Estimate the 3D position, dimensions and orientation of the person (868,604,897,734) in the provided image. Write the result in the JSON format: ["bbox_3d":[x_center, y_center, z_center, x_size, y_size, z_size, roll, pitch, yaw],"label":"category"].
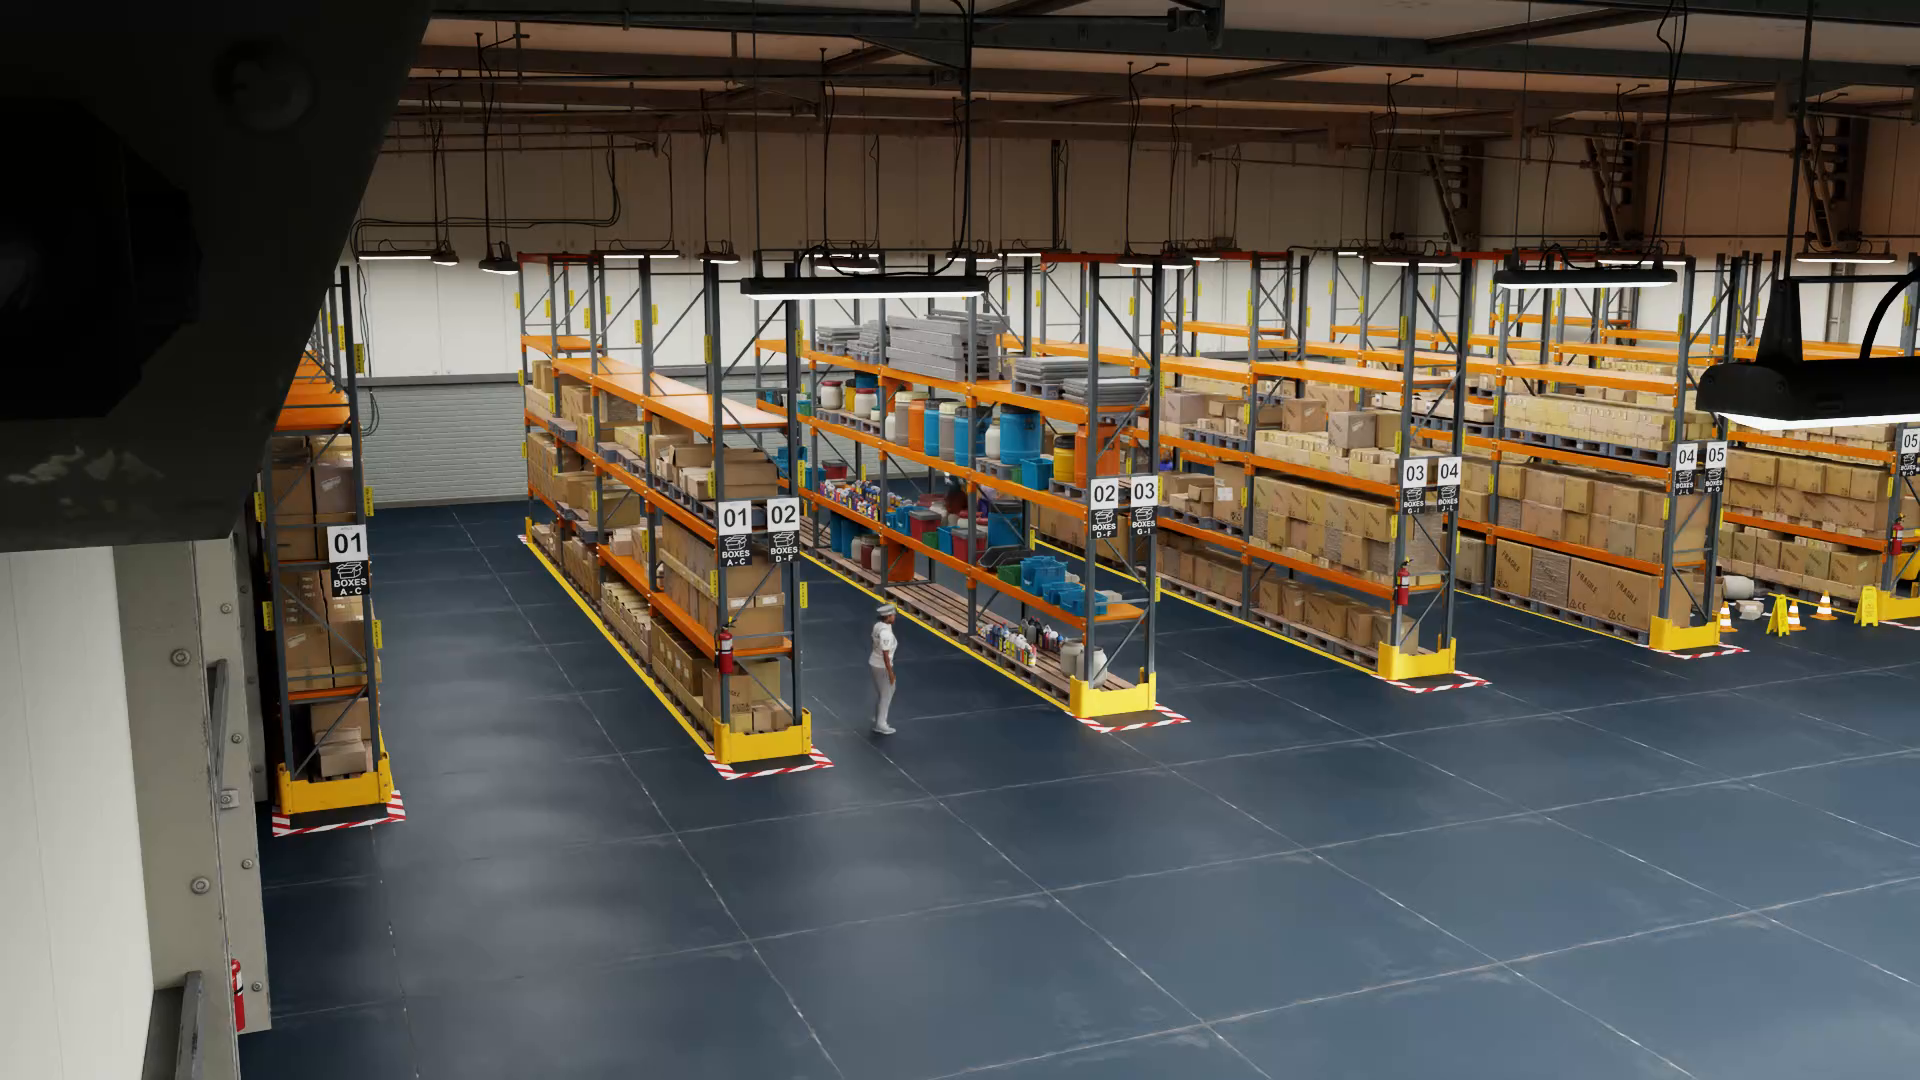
[{"bbox_3d":[-0.987,1.673,21.435,0.369,1.709,0.588,-2,11,-10],"label":"person"}]

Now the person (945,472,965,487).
[{"bbox_3d":[-0.084,-2.255,42.475,0.595,1.799,0.572,-7,13,-35],"label":"person"}]

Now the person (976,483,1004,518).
[{"bbox_3d":[0.600,-0.693,34.469,0.593,1.679,0.746,-3,11,-17],"label":"person"}]

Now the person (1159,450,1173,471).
[{"bbox_3d":[4.527,-1.170,36.826,0.476,1.655,0.450,-8,13,-37],"label":"person"}]
